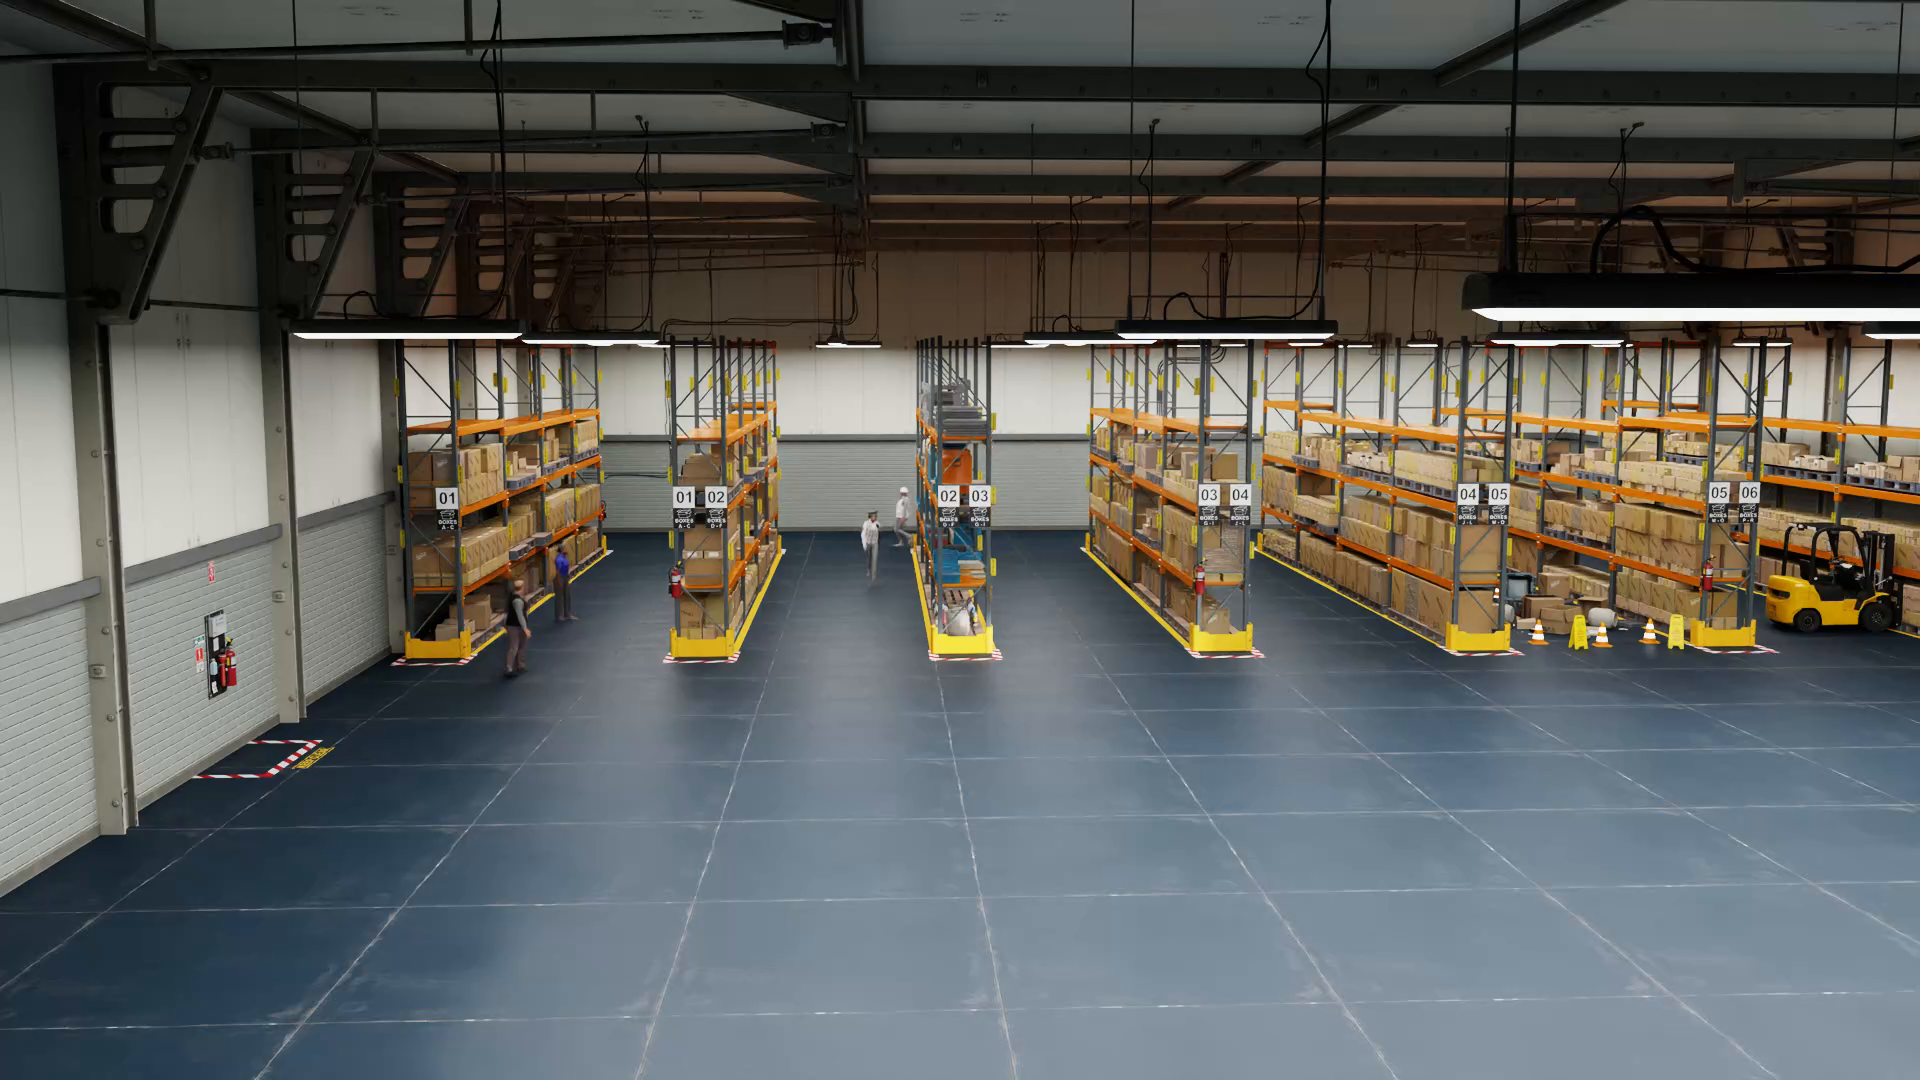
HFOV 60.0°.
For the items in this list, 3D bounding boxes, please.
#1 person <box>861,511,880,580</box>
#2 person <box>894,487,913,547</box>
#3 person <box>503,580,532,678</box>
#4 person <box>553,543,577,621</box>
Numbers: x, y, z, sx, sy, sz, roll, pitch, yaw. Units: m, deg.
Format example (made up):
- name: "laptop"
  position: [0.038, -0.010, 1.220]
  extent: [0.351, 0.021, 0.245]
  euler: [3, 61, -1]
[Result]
- name: "person"
  position: [-2.136, 0.104, 39.738]
  extent: [0.442, 1.625, 0.925]
  euler: [0, 6, 0]
- name: "person"
  position: [-1.644, -0.668, 48.456]
  extent: [0.591, 1.753, 0.545]
  euler: [2, 7, 13]
- name: "person"
  position: [-7.828, 1.563, 29.374]
  extent: [0.515, 1.746, 0.680]
  euler: [-2, 7, -14]
- name: "person"
  position: [-8.438, 0.899, 35.353]
  extent: [0.386, 1.667, 0.511]
  euler: [2, 7, 19]
